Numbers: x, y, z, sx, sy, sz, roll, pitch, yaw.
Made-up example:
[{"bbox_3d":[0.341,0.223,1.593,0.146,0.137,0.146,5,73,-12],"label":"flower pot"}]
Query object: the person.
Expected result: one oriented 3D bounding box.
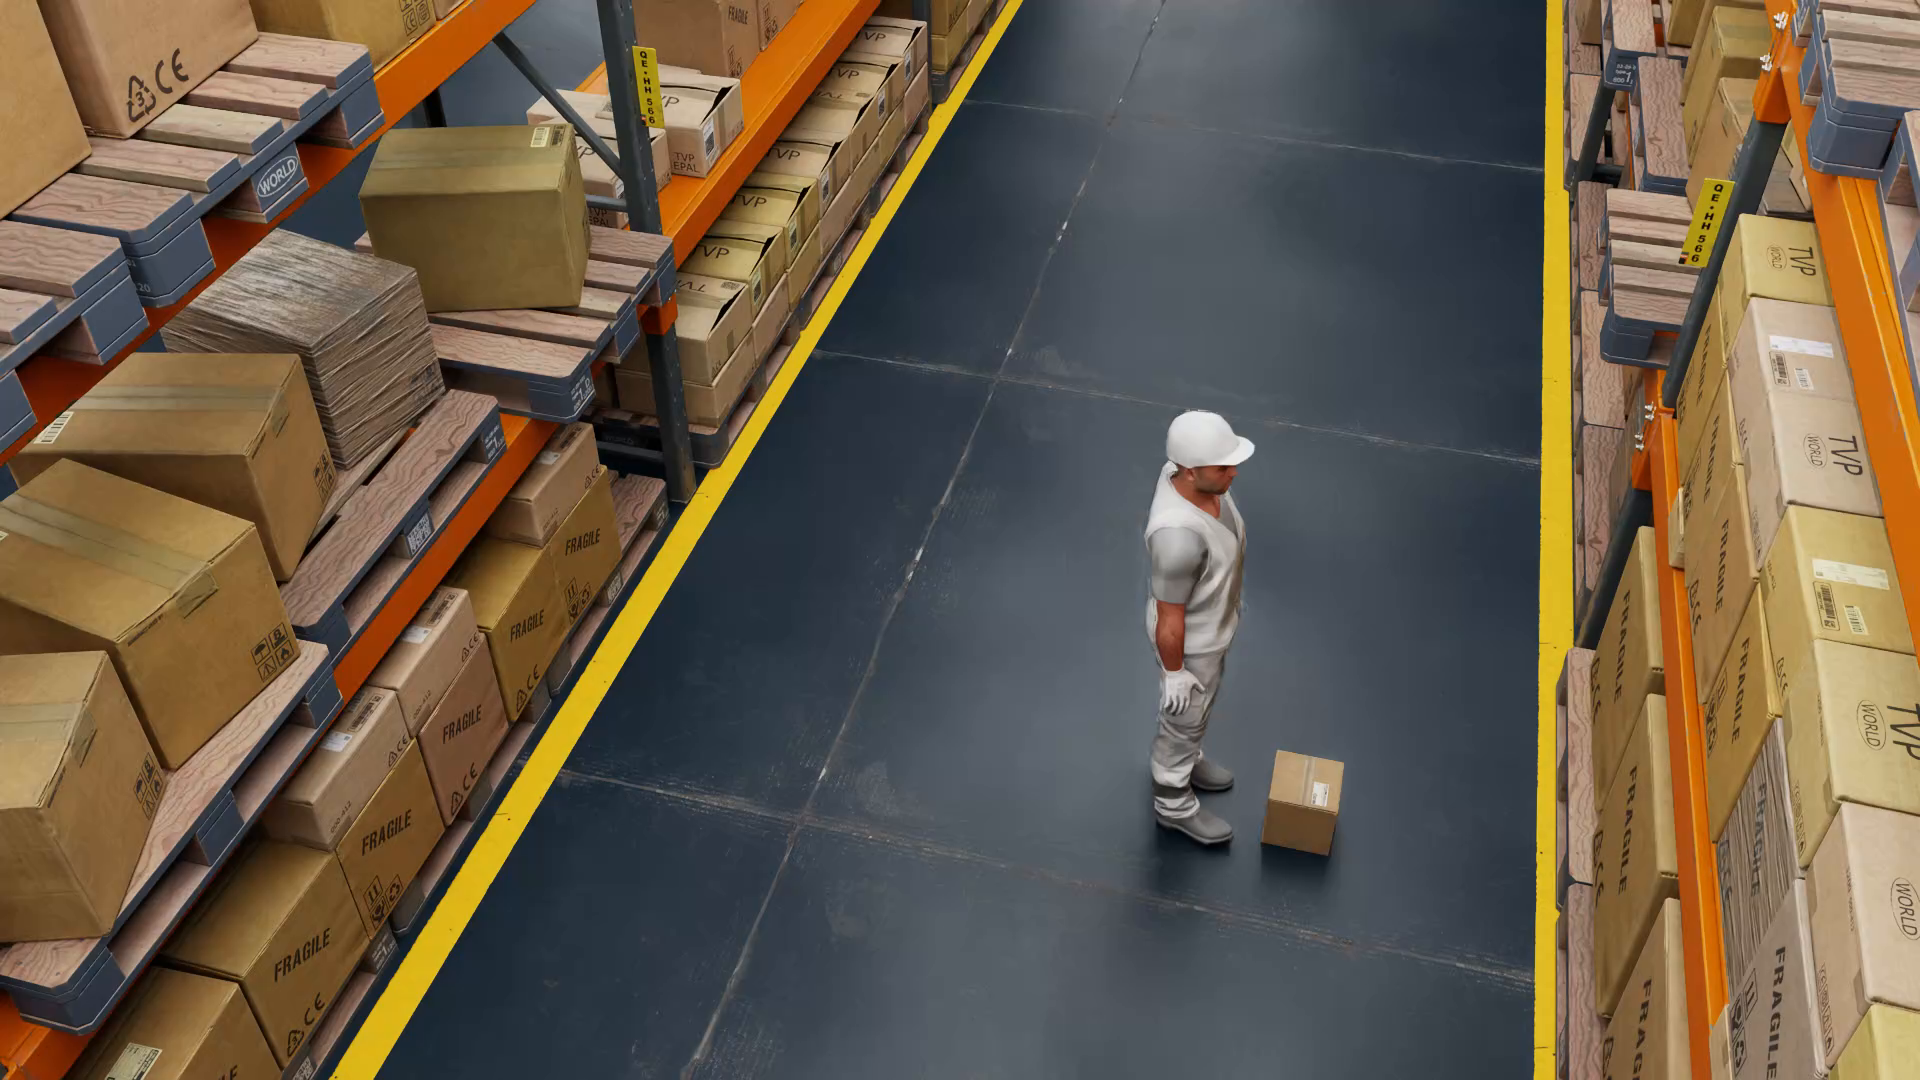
[{"bbox_3d":[0.838,0.317,5.747,0.441,1.809,0.608,10,42,11],"label":"person"}]
